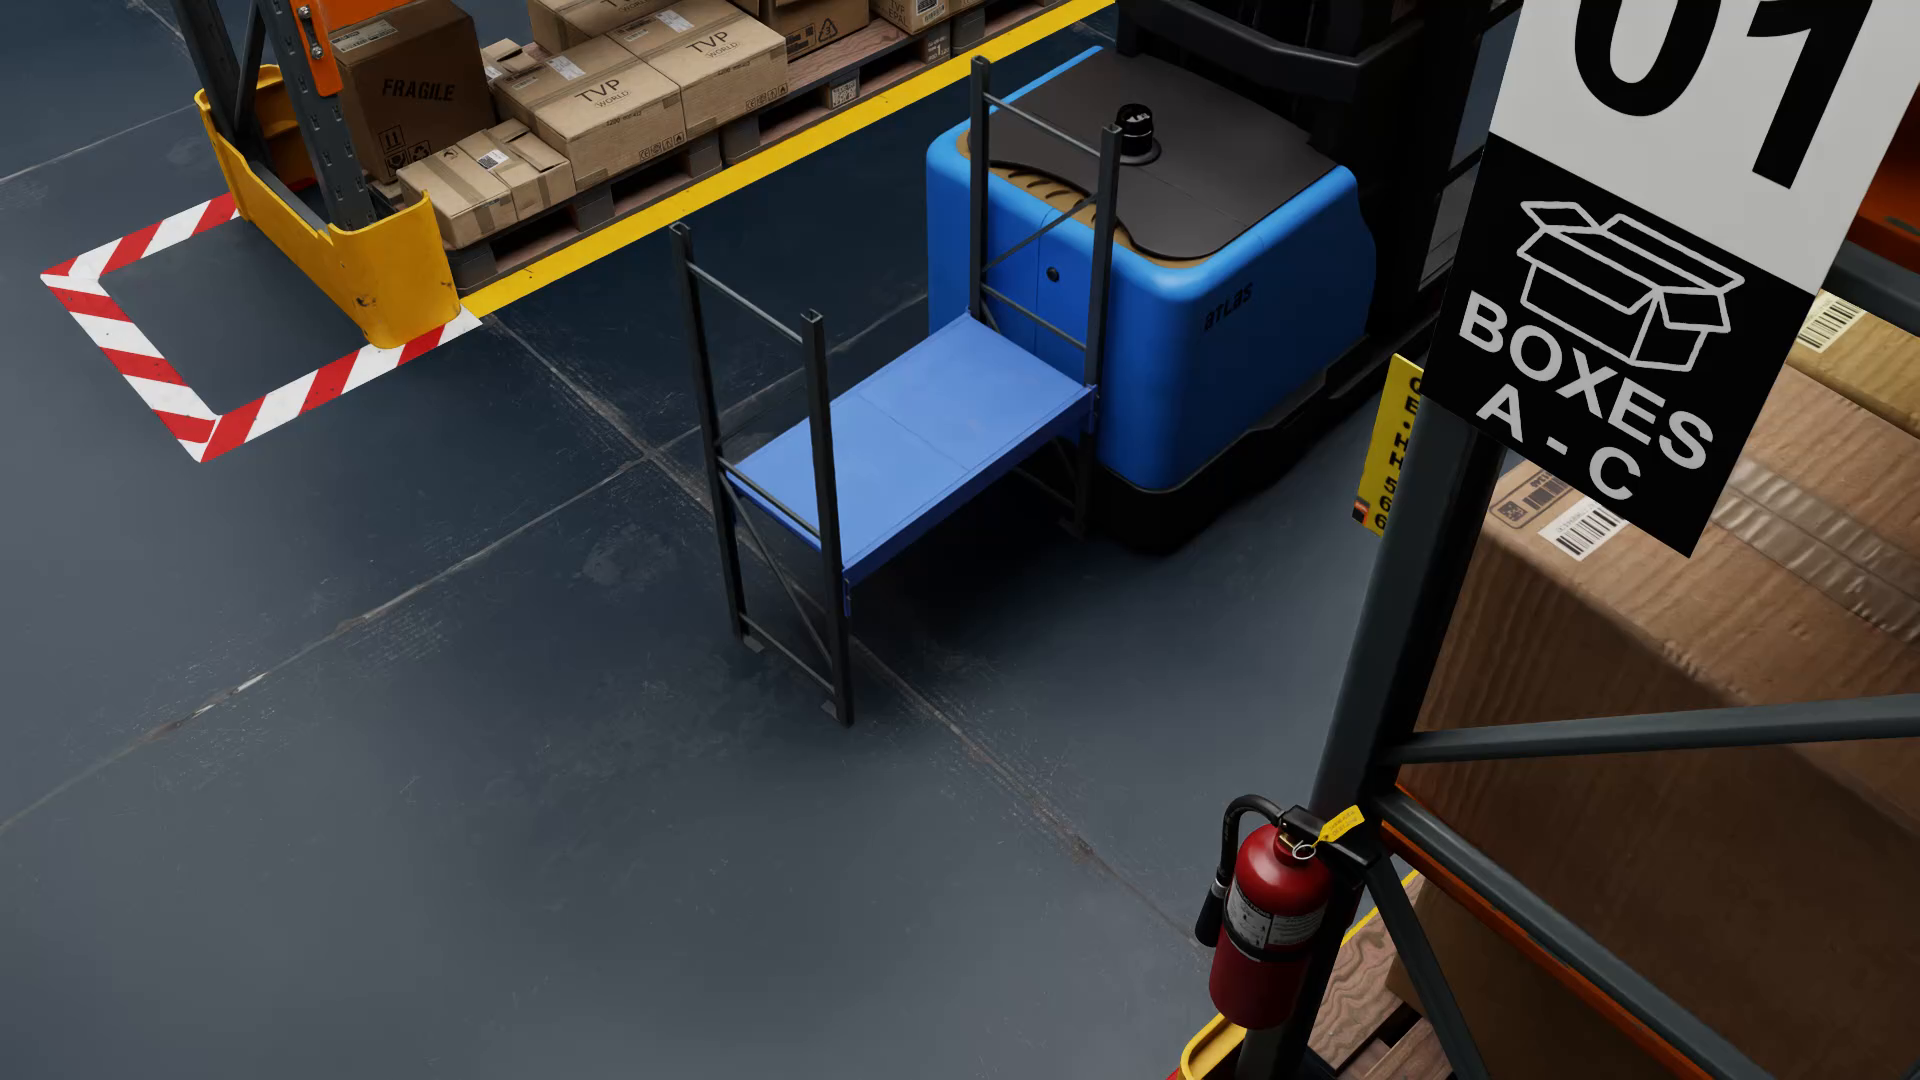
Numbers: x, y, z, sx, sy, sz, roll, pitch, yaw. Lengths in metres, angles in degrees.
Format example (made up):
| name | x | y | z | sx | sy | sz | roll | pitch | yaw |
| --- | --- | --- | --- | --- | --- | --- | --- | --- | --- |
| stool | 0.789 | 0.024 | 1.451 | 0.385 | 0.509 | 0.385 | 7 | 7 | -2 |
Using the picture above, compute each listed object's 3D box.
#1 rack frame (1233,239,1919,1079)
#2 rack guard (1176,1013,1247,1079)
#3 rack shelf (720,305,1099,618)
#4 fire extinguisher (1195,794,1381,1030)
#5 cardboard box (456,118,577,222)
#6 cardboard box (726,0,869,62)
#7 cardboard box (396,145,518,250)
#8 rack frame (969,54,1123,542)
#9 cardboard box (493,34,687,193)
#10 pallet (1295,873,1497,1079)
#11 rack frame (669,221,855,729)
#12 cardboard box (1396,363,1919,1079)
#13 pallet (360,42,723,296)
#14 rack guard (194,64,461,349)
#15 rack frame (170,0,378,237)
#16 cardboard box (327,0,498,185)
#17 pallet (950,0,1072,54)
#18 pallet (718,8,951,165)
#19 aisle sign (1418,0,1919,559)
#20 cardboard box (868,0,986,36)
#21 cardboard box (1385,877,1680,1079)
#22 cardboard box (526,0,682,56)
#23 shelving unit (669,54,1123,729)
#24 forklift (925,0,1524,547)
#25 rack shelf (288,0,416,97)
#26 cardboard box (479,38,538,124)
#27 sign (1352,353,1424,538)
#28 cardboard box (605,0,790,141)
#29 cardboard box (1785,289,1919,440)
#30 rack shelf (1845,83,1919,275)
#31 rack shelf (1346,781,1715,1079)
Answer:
| name | x | y | z | sx | sy | sz | roll | pitch | yaw |
| --- | --- | --- | --- | --- | --- | --- | --- | --- | --- |
| rack frame | 0.979 | 0.655 | 2.605 | 0.053 | 2.616 | 0.949 | -34 | 56 | -27 |
| rack guard | 0.964 | 1.516 | 3.511 | 0.348 | 0.500 | 1.175 | -34 | 56 | -27 |
| rack shelf | -0.137 | -0.250 | 4.705 | 0.538 | 0.185 | 1.000 | 36 | 57 | 28 |
| fire extinguisher | 0.559 | 0.633 | 2.931 | 0.183 | 0.674 | 0.296 | -34 | 56 | -27 |
| cardboard box | -1.628 | -1.367 | 6.099 | 0.250 | 0.166 | 0.380 | -34 | 56 | -27 |
| cardboard box | -0.781 | -2.384 | 6.808 | 0.637 | 0.503 | 0.797 | -34 | 56 | -27 |
| cardboard box | -1.813 | -1.238 | 5.992 | 0.250 | 0.149 | 0.380 | -34 | 56 | -27 |
| rack frame | 0.217 | -0.640 | 4.820 | 0.500 | 1.500 | 0.032 | 36 | 57 | 28 |
| cardboard box | -1.391 | -1.614 | 6.270 | 0.500 | 0.250 | 0.500 | -34 | 56 | -27 |
| pallet | 1.520 | 1.164 | 4.032 | 1.213 | 0.211 | 1.003 | -34 | 56 | -27 |
| rack frame | -0.491 | -0.104 | 4.325 | 0.500 | 1.500 | 0.032 | 36 | 57 | 28 |
| cardboard box | 1.352 | 0.297 | 2.731 | 0.700 | 0.700 | 0.980 | -31 | 55 | -26 |
| pallet | -1.708 | -1.522 | 6.511 | 1.213 | 0.211 | 1.003 | -34 | 56 | -27 |
| rack guard | -2.298 | -1.225 | 6.040 | 0.348 | 0.500 | 1.175 | -34 | 56 | -27 |
| rack frame | -2.354 | -2.035 | 5.087 | 0.127 | 3.000 | 1.000 | -34 | 56 | -27 |
| cardboard box | -2.117 | -1.740 | 6.216 | 0.500 | 0.500 | 0.500 | -34 | 56 | -27 |
| pallet | 0.097 | -2.728 | 7.624 | 1.213 | 0.211 | 1.003 | -34 | 56 | -27 |
| pallet | -0.806 | -2.122 | 7.064 | 1.213 | 0.211 | 1.003 | -34 | 56 | -27 |
| aisle sign | 0.726 | -0.353 | 1.766 | 0.004 | 0.787 | 0.394 | -34 | 56 | -27 |
| cardboard box | -0.180 | -2.444 | 6.994 | 0.500 | 0.311 | 0.500 | -34 | 56 | -27 |
| cardboard box | 1.432 | 0.961 | 3.737 | 0.500 | 0.500 | 0.700 | -34 | 56 | -27 |
| cardboard box | -1.394 | -2.108 | 6.726 | 0.500 | 0.250 | 0.500 | -34 | 56 | -27 |
| shelving unit | -0.137 | -0.372 | 4.573 | 0.538 | 1.500 | 1.048 | 36 | 57 | 28 |
| forklift | 1.272 | -1.955 | 5.060 | 1.130 | 2.935 | 3.031 | 36 | 57 | 28 |
| rack shelf | -0.874 | -2.780 | 6.264 | 4.000 | 0.370 | 1.077 | -34 | 56 | -27 |
| cardboard box | -1.757 | -1.778 | 6.478 | 0.250 | 0.166 | 0.380 | -34 | 56 | -27 |
| sign | 0.627 | -0.118 | 2.369 | 0.005 | 0.325 | 0.100 | -34 | 56 | -27 |
| cardboard box | -1.021 | -1.861 | 6.498 | 0.500 | 0.250 | 0.500 | -34 | 56 | -27 |
| cardboard box | 1.883 | -0.069 | 3.068 | 0.700 | 0.700 | 0.980 | -34 | 56 | -27 |
| rack shelf | 2.461 | -1.106 | 2.678 | 4.000 | 0.370 | 1.077 | -34 | 56 | -27 |
| rack shelf | 2.461 | -0.088 | 3.780 | 4.000 | 0.370 | 1.077 | -34 | 56 | -27 |
